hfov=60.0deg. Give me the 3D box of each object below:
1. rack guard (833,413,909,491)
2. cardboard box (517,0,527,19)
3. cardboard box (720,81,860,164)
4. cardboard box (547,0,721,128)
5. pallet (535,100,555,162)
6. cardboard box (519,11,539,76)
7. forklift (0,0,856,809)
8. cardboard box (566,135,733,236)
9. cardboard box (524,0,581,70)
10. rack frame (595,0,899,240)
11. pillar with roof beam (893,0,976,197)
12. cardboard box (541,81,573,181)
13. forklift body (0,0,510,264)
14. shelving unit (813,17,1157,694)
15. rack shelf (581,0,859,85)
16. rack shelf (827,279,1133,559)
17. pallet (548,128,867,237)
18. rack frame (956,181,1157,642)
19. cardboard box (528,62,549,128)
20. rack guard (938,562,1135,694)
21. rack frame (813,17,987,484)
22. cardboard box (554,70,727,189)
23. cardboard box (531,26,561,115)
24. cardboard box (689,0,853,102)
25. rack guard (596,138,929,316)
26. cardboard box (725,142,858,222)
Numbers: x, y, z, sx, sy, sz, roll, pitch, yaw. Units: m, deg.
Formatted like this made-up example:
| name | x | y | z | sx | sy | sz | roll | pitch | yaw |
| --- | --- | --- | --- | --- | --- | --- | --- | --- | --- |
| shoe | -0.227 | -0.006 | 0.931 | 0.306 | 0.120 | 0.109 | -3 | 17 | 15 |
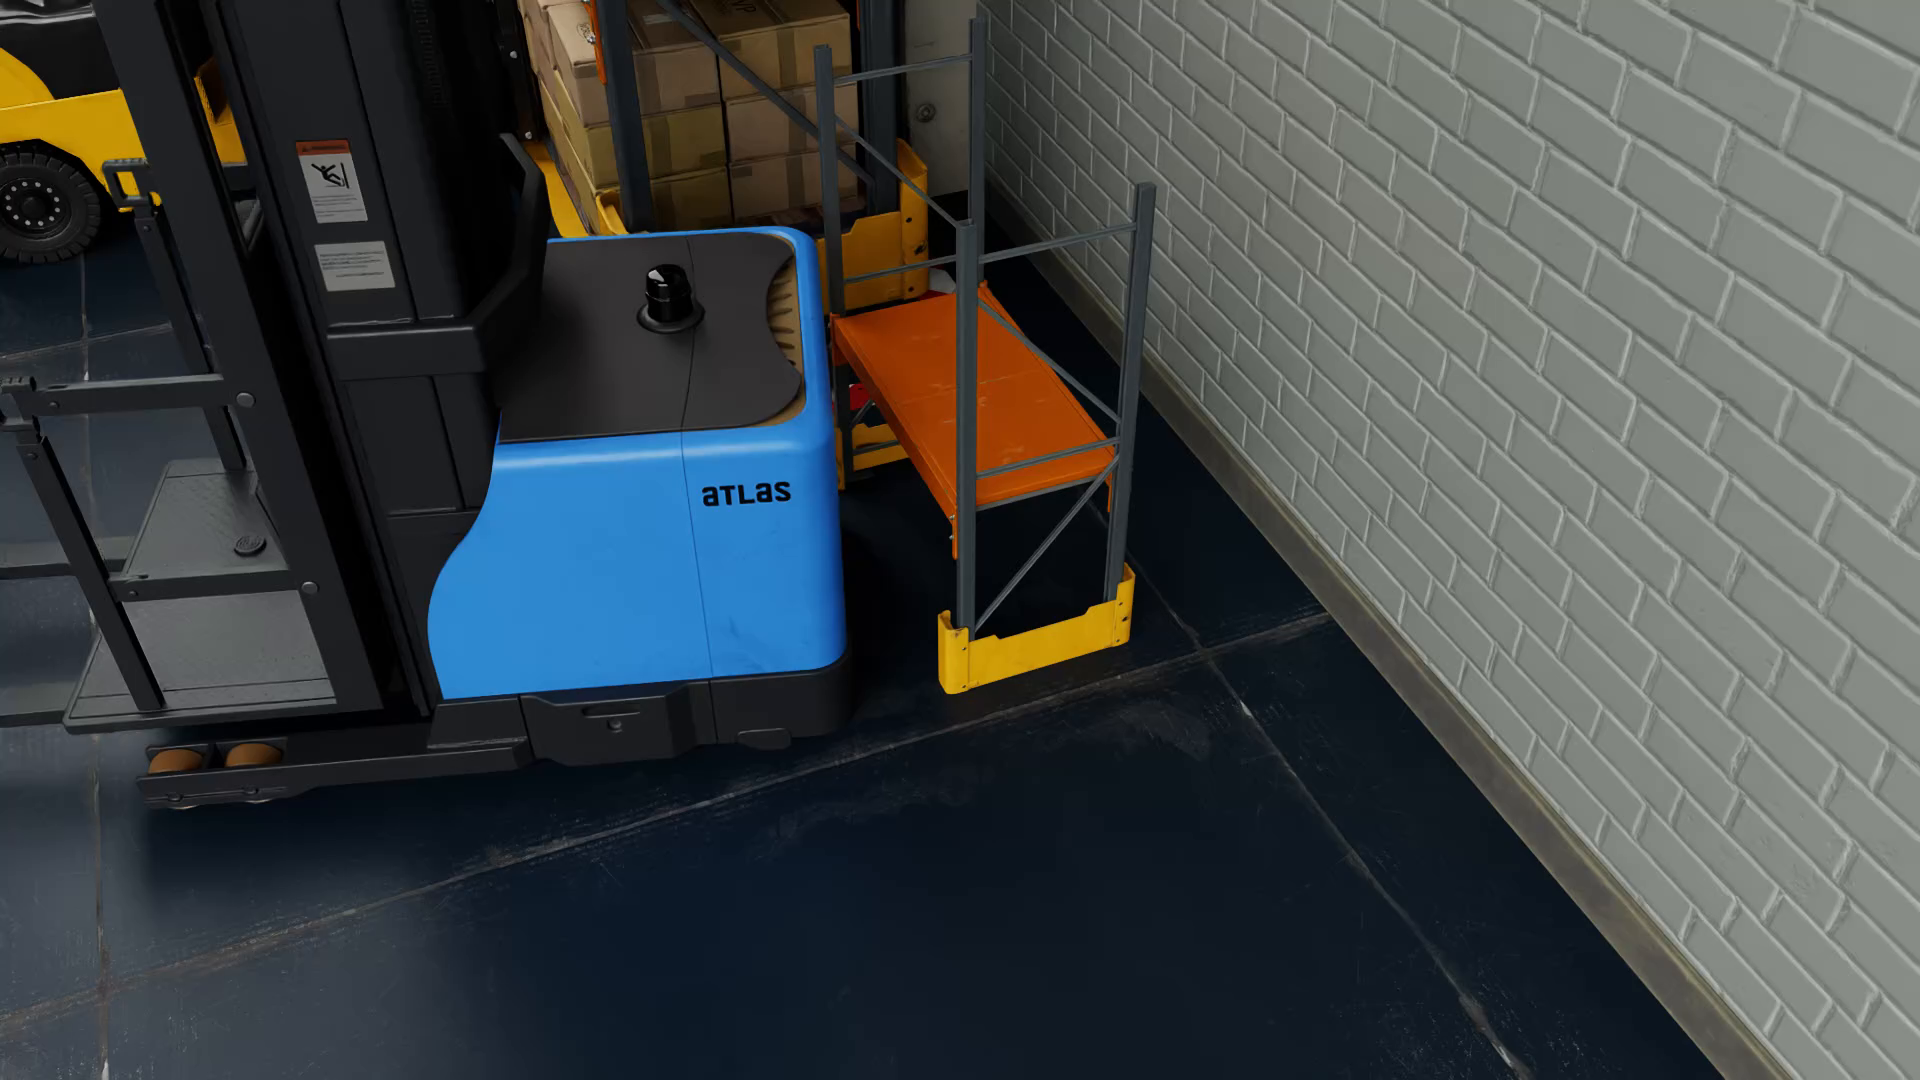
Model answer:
| name | x | y | z | sx | sy | sz | roll | pitch | yaw |
| --- | --- | --- | --- | --- | --- | --- | --- | --- | --- |
| rack guard | -0.161 | -0.349 | 5.464 | 0.587 | 0.250 | 0.087 | -15 | 43 | -17 |
| cardboard box | -1.581 | -2.355 | 6.707 | 0.500 | 0.250 | 0.500 | -15 | 43 | -16 |
| cardboard box | -0.701 | -1.693 | 6.321 | 0.500 | 0.250 | 0.500 | -14 | 43 | -16 |
| cardboard box | -1.177 | -1.747 | 6.001 | 0.500 | 0.250 | 0.500 | -14 | 43 | -15 |
| pallet | -1.507 | -2.178 | 7.621 | 1.003 | 0.211 | 1.213 | -15 | 43 | -17 |
| cardboard box | -1.587 | -2.184 | 6.892 | 0.500 | 0.250 | 0.500 | -16 | 43 | -18 |
| forklift | -1.841 | -0.762 | 3.888 | 3.031 | 2.935 | 1.130 | -4 | 41 | -5 |
| cardboard box | -1.185 | -1.373 | 6.332 | 0.500 | 0.250 | 0.500 | -15 | 43 | -17 |
| cardboard box | -1.378 | -2.053 | 6.357 | 0.500 | 0.250 | 0.500 | -14 | 43 | -16 |
| rack frame | -0.713 | -2.052 | 5.335 | 1.000 | 3.000 | 0.127 | -15 | 43 | -17 |
| pillar with roof beam | -4.124 | -3.897 | 2.879 | 9.100 | 9.000 | 0.400 | -15 | 43 | -17 |
| cardboard box | -1.366 | -1.674 | 6.683 | 0.500 | 0.250 | 0.500 | -15 | 43 | -17 |
| forklift body | -3.124 | -2.417 | 6.411 | 2.313 | 2.155 | 1.214 | -15 | 43 | -17 |
| shelving unit | 0.029 | -0.523 | 4.708 | 0.587 | 1.500 | 1.083 | -15 | 43 | -17 |
| rack shelf | -1.478 | -2.984 | 6.971 | 1.077 | 0.370 | 4.000 | -15 | 43 | -17 |
| rack shelf | 0.033 | -0.381 | 4.819 | 0.538 | 0.185 | 1.000 | -15 | 43 | -17 |
| pallet | -1.044 | -1.445 | 6.768 | 1.003 | 0.211 | 1.213 | -15 | 43 | -17 |
| rack frame | 0.227 | -0.211 | 4.345 | 0.500 | 1.500 | 0.032 | -15 | 43 | -17 |
| cardboard box | -1.549 | -1.978 | 7.036 | 0.500 | 0.250 | 0.500 | -15 | 43 | -16 |
| rack guard | 0.220 | 0.251 | 4.766 | 0.587 | 0.250 | 0.087 | -15 | 43 | -17 |
| rack frame | -0.162 | -0.823 | 5.057 | 0.500 | 1.500 | 0.032 | -15 | 43 | -17 |
| cardboard box | -1.188 | -1.573 | 6.182 | 0.500 | 0.250 | 0.500 | -16 | 43 | -17 |
| cardboard box | -1.370 | -1.878 | 6.537 | 0.500 | 0.250 | 0.500 | -16 | 43 | -17 |
| cardboard box | -0.722 | -1.884 | 6.160 | 0.500 | 0.250 | 0.500 | -16 | 43 | -18 |
| rack guard | -0.704 | -1.089 | 6.133 | 1.175 | 0.500 | 0.348 | -15 | 43 | -17 |
| cardboard box | -0.720 | -1.513 | 6.496 | 0.500 | 0.250 | 0.500 | -15 | 43 | -17 |
